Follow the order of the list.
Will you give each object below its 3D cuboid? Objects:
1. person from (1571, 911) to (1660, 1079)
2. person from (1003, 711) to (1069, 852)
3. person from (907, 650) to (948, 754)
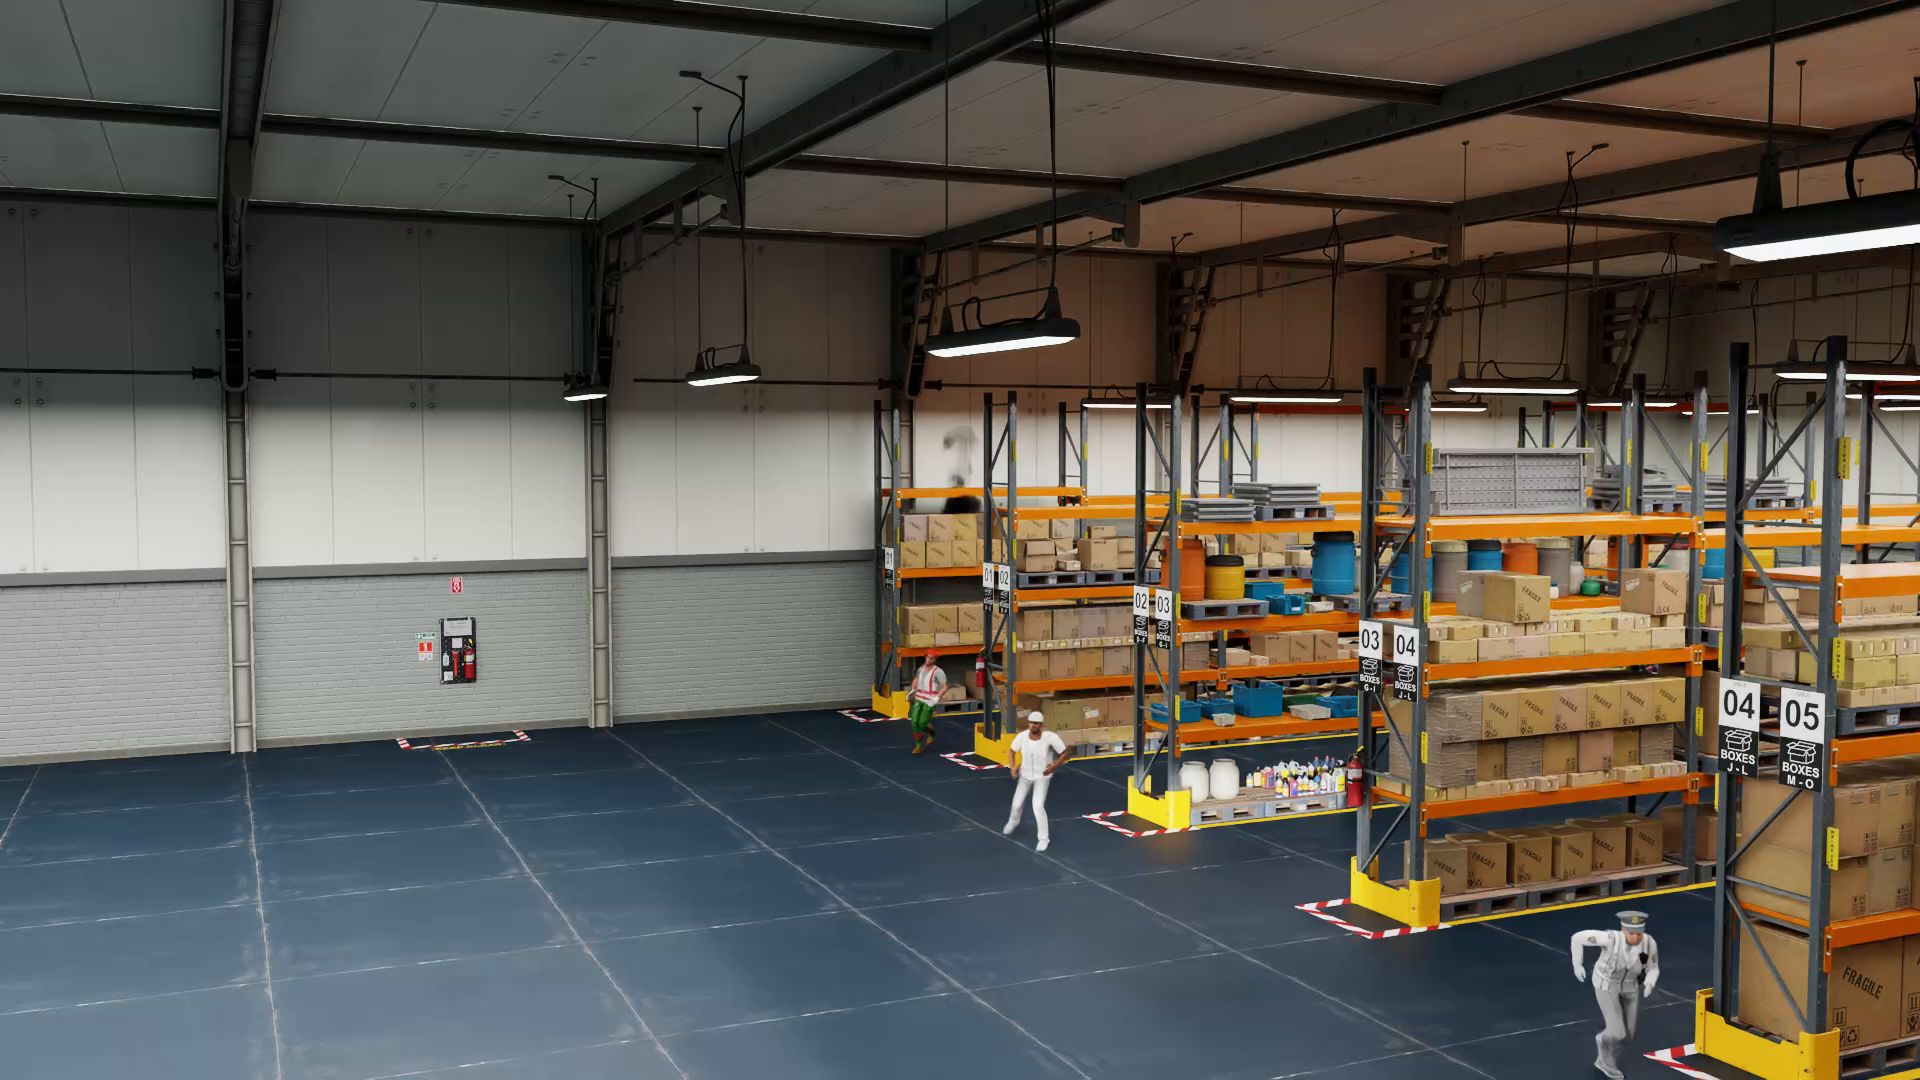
[{"bbox_3d":[5.231,3.645,13.302,0.634,1.496,0.800,0,3,1],"label":"person"},{"bbox_3d":[0.934,3.068,21.426,0.915,1.761,0.744,1,4,19],"label":"person"},{"bbox_3d":[-0.516,2.688,27.756,0.716,1.741,0.595,2,4,35],"label":"person"}]
